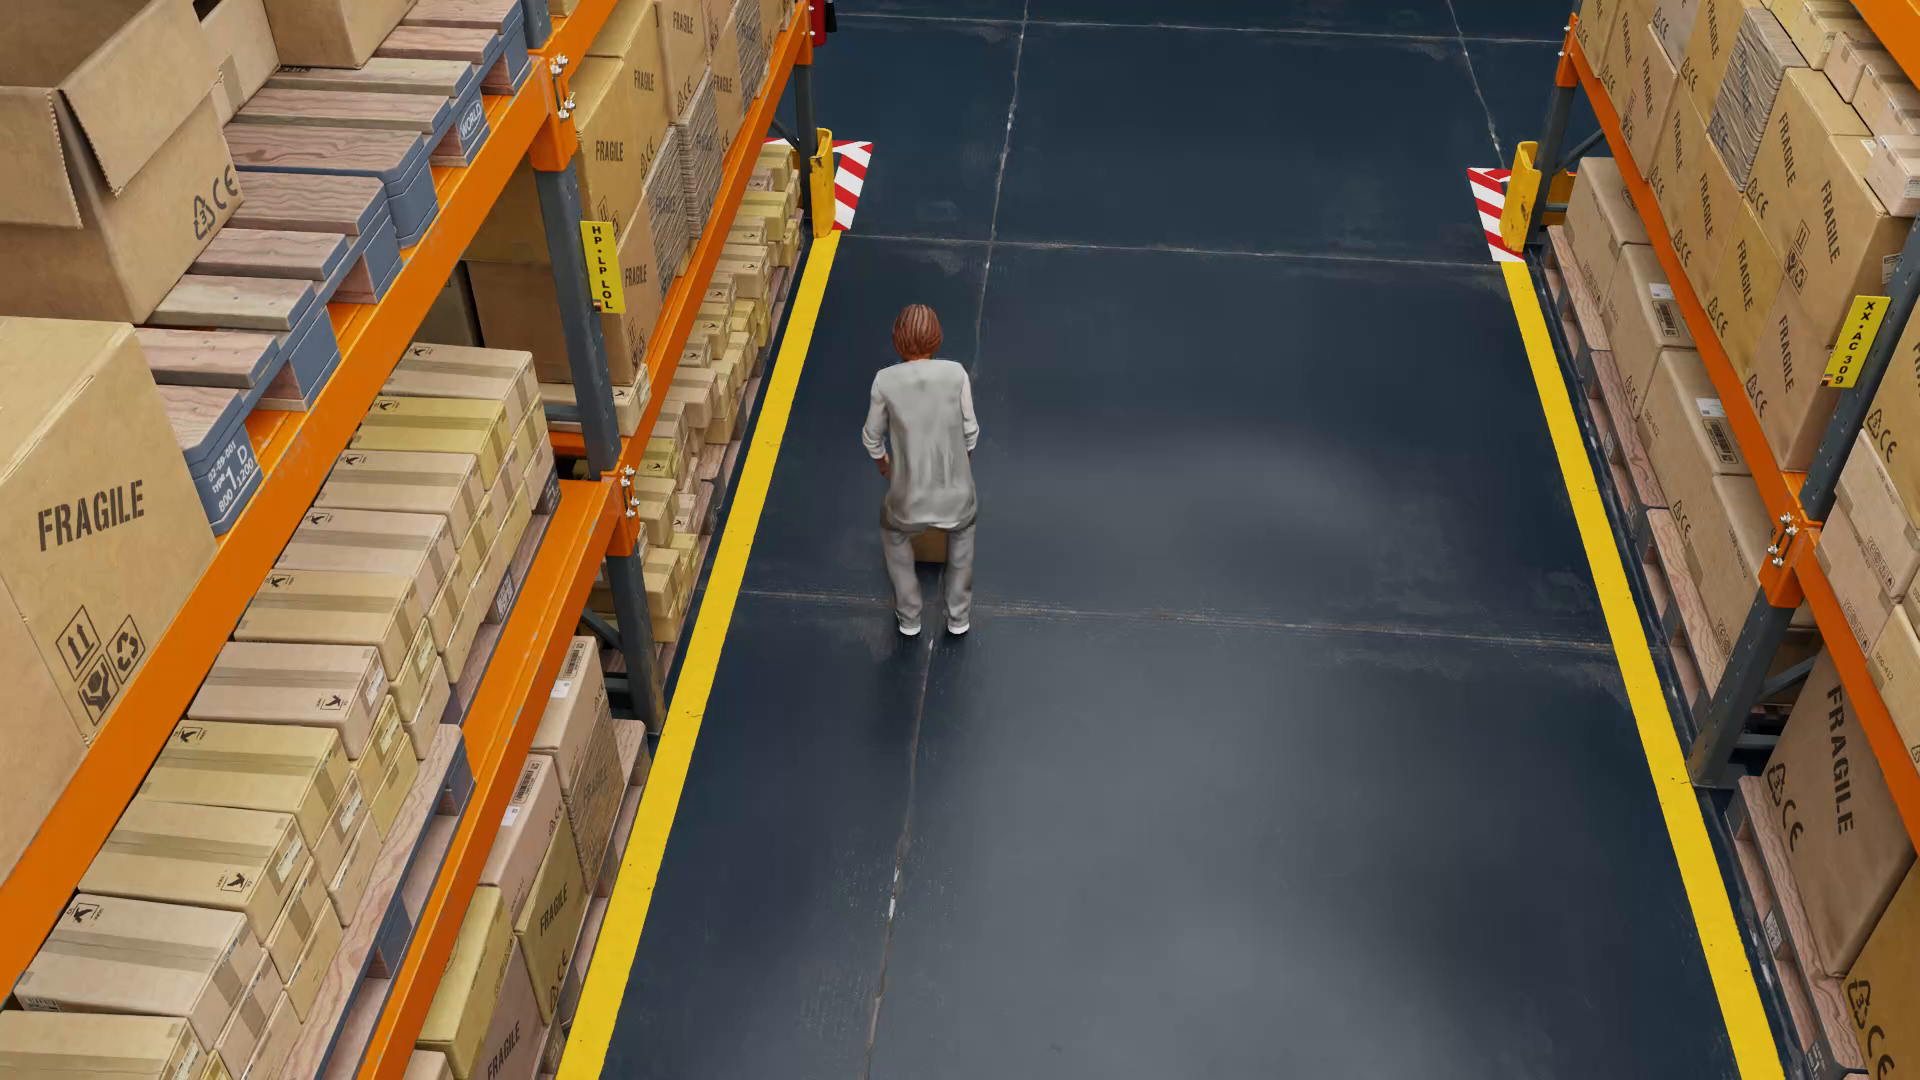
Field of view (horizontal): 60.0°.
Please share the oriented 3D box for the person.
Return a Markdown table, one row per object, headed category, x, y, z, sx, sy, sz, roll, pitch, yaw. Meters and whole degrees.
| category | x | y | z | sx | sy | sz | roll | pitch | yaw |
| --- | --- | --- | --- | --- | --- | --- | --- | --- | --- |
| person | -0.151 | -0.225 | 6.586 | 0.458 | 1.400 | 0.581 | -2 | 41 | -2 |
